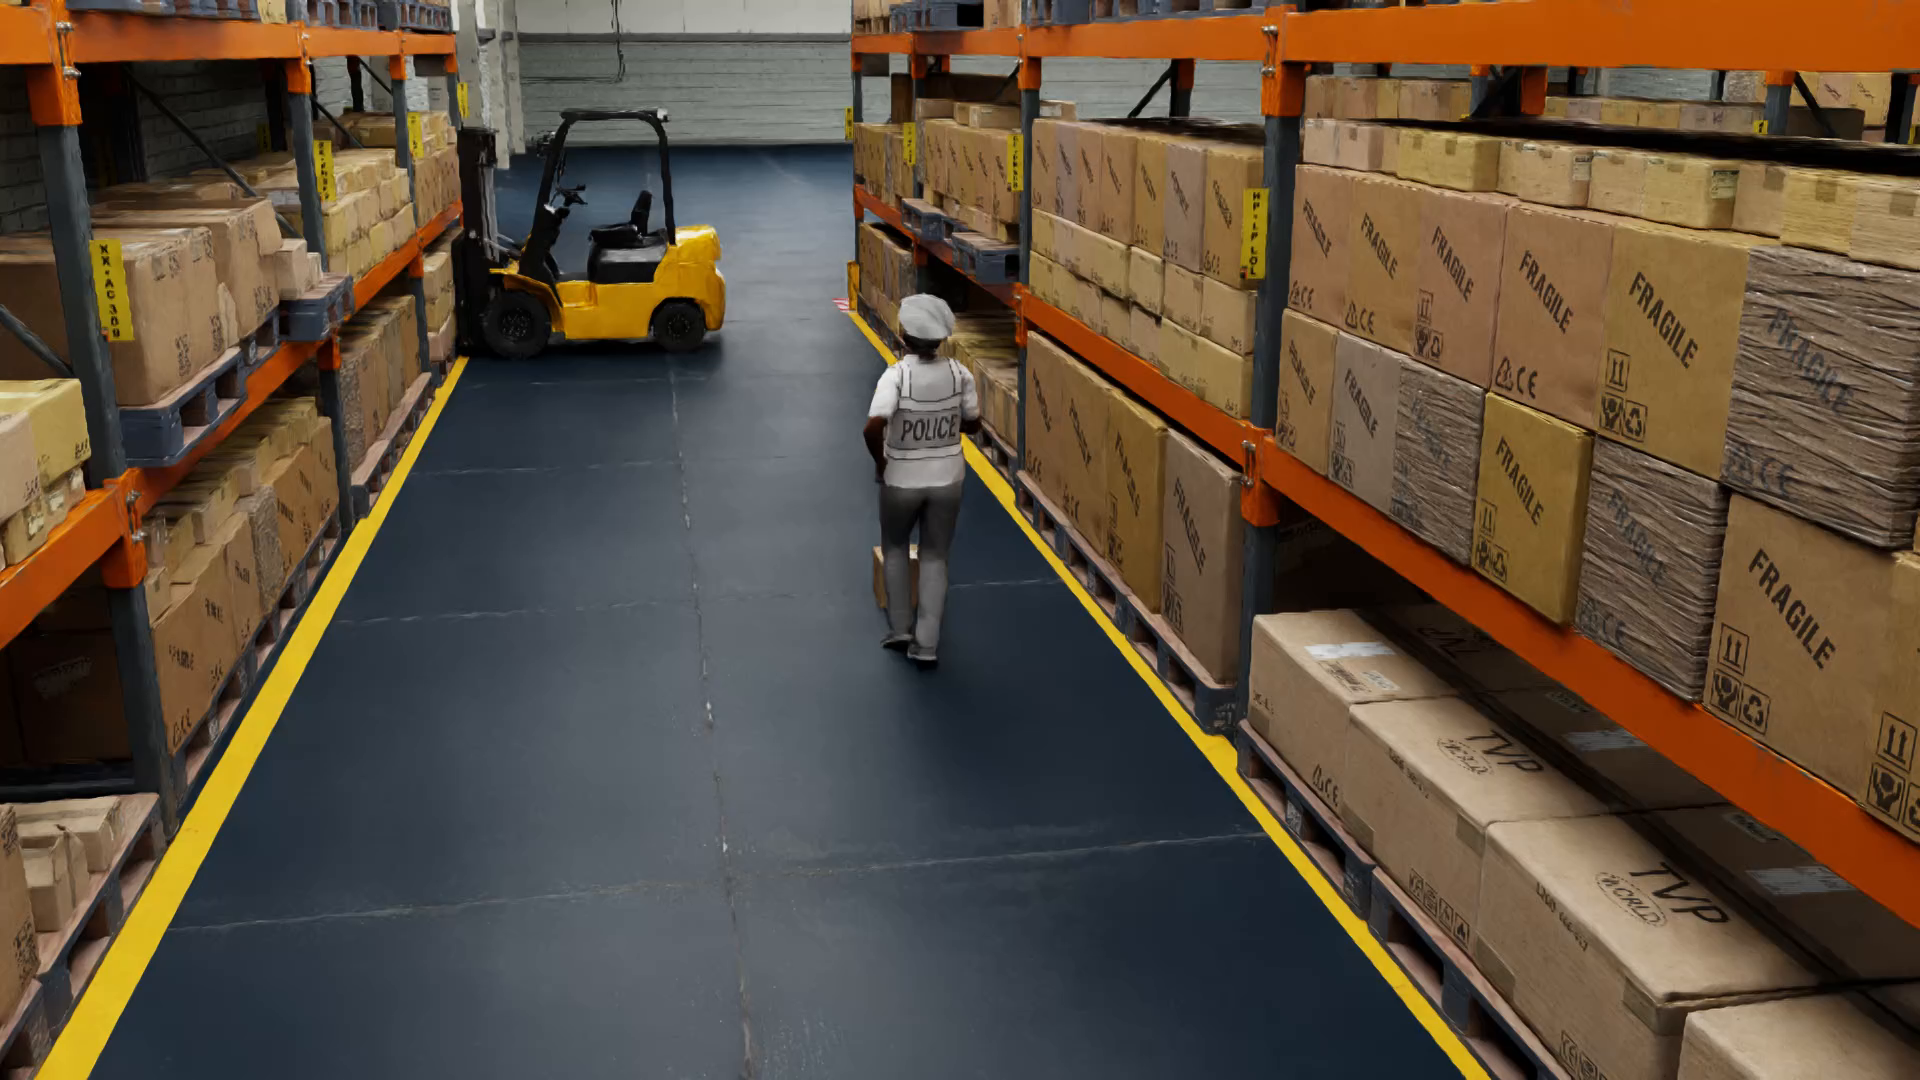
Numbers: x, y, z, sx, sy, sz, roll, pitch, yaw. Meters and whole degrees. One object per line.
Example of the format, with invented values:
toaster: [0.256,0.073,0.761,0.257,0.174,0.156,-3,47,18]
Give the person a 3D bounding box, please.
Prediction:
person: [-0.183,-0.246,7.428,0.558,1.724,0.616,-3,17,-10]
